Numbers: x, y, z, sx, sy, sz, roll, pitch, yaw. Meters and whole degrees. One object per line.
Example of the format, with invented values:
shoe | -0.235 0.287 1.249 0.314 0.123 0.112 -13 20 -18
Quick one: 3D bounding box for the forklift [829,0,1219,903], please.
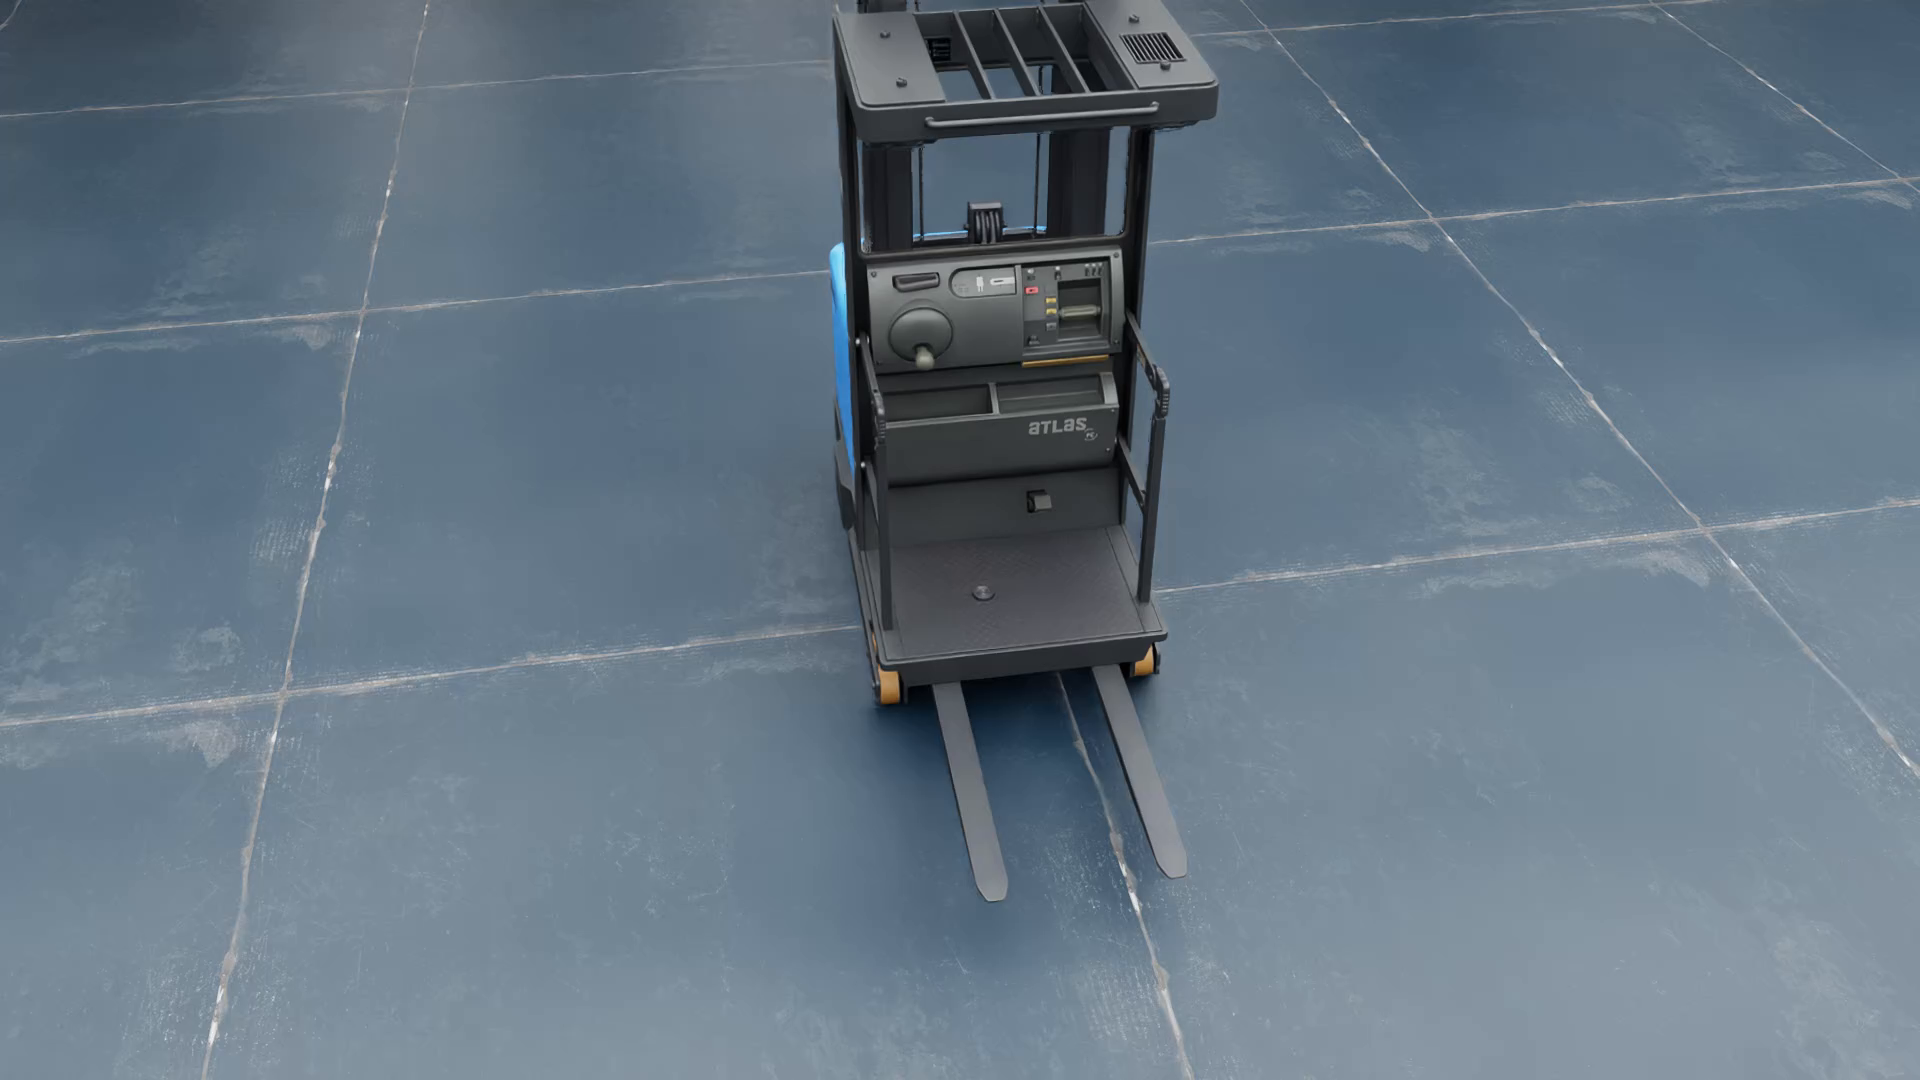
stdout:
forklift | 0.170 -0.760 5.840 1.130 2.935 3.031 -6 38 -7
